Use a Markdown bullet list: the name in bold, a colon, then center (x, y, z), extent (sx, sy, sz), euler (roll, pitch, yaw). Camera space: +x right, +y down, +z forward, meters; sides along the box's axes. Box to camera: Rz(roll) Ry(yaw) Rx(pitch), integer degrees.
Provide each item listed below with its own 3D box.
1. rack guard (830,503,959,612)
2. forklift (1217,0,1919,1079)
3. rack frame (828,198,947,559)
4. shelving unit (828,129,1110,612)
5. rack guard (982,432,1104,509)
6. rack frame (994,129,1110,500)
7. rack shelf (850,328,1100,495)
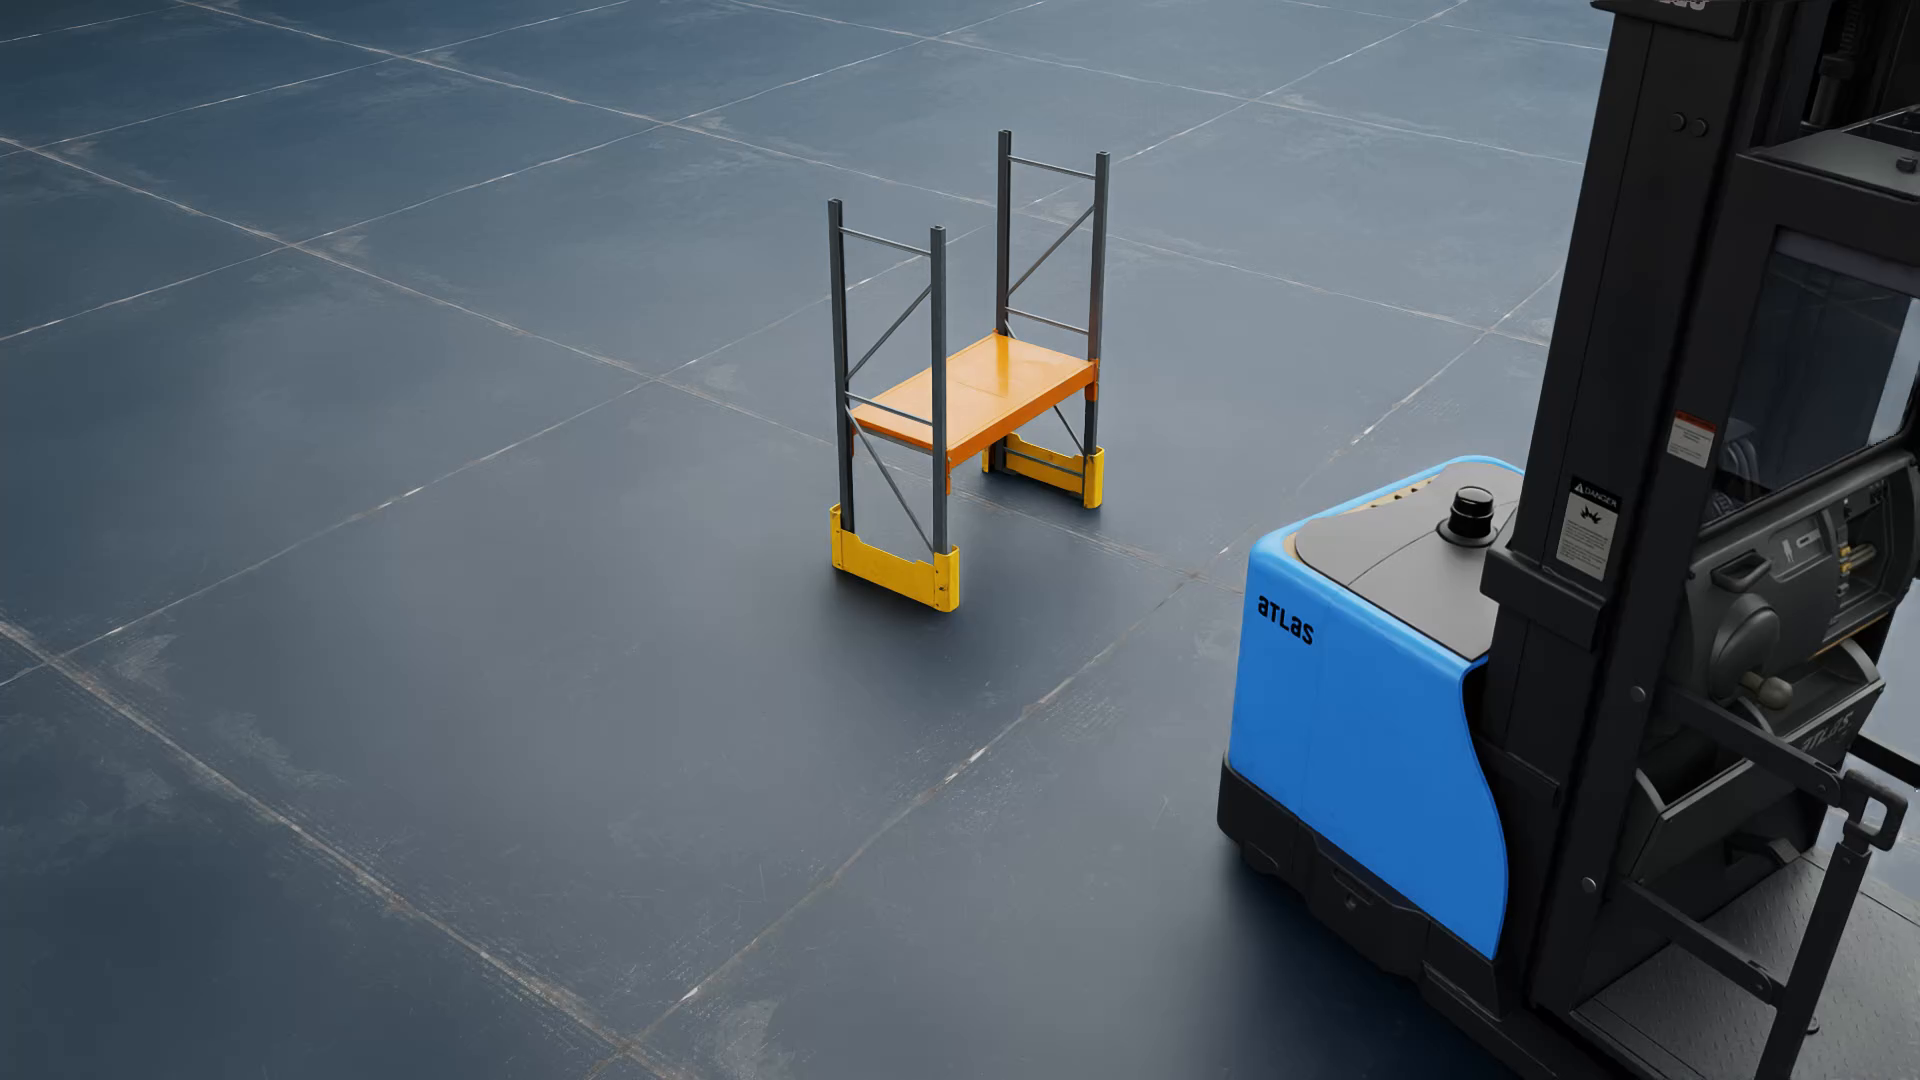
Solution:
- **rack guard**: center (-0.255, 0.064, 6.397), extent (0.587, 0.250, 0.087), euler (21, 37, 31)
- **forklift**: center (2.054, 0.134, 3.648), extent (1.130, 2.935, 3.031), euler (-20, 36, -30)
- **rack frame**: center (-0.255, -0.473, 6.077), extent (0.500, 1.500, 0.032), euler (21, 37, 31)
- **shelving unit**: center (0.046, -0.676, 6.420), extent (0.587, 1.500, 1.083), euler (21, 37, 31)
- **rack guard**: center (0.347, -0.341, 7.080), extent (0.587, 0.250, 0.087), euler (21, 37, 31)
- **rack frame**: center (0.358, -0.887, 6.775), extent (0.500, 1.500, 0.032), euler (21, 37, 31)
- **rack shelf**: center (0.052, -0.525, 6.518), extent (0.538, 0.185, 1.000), euler (21, 37, 31)
